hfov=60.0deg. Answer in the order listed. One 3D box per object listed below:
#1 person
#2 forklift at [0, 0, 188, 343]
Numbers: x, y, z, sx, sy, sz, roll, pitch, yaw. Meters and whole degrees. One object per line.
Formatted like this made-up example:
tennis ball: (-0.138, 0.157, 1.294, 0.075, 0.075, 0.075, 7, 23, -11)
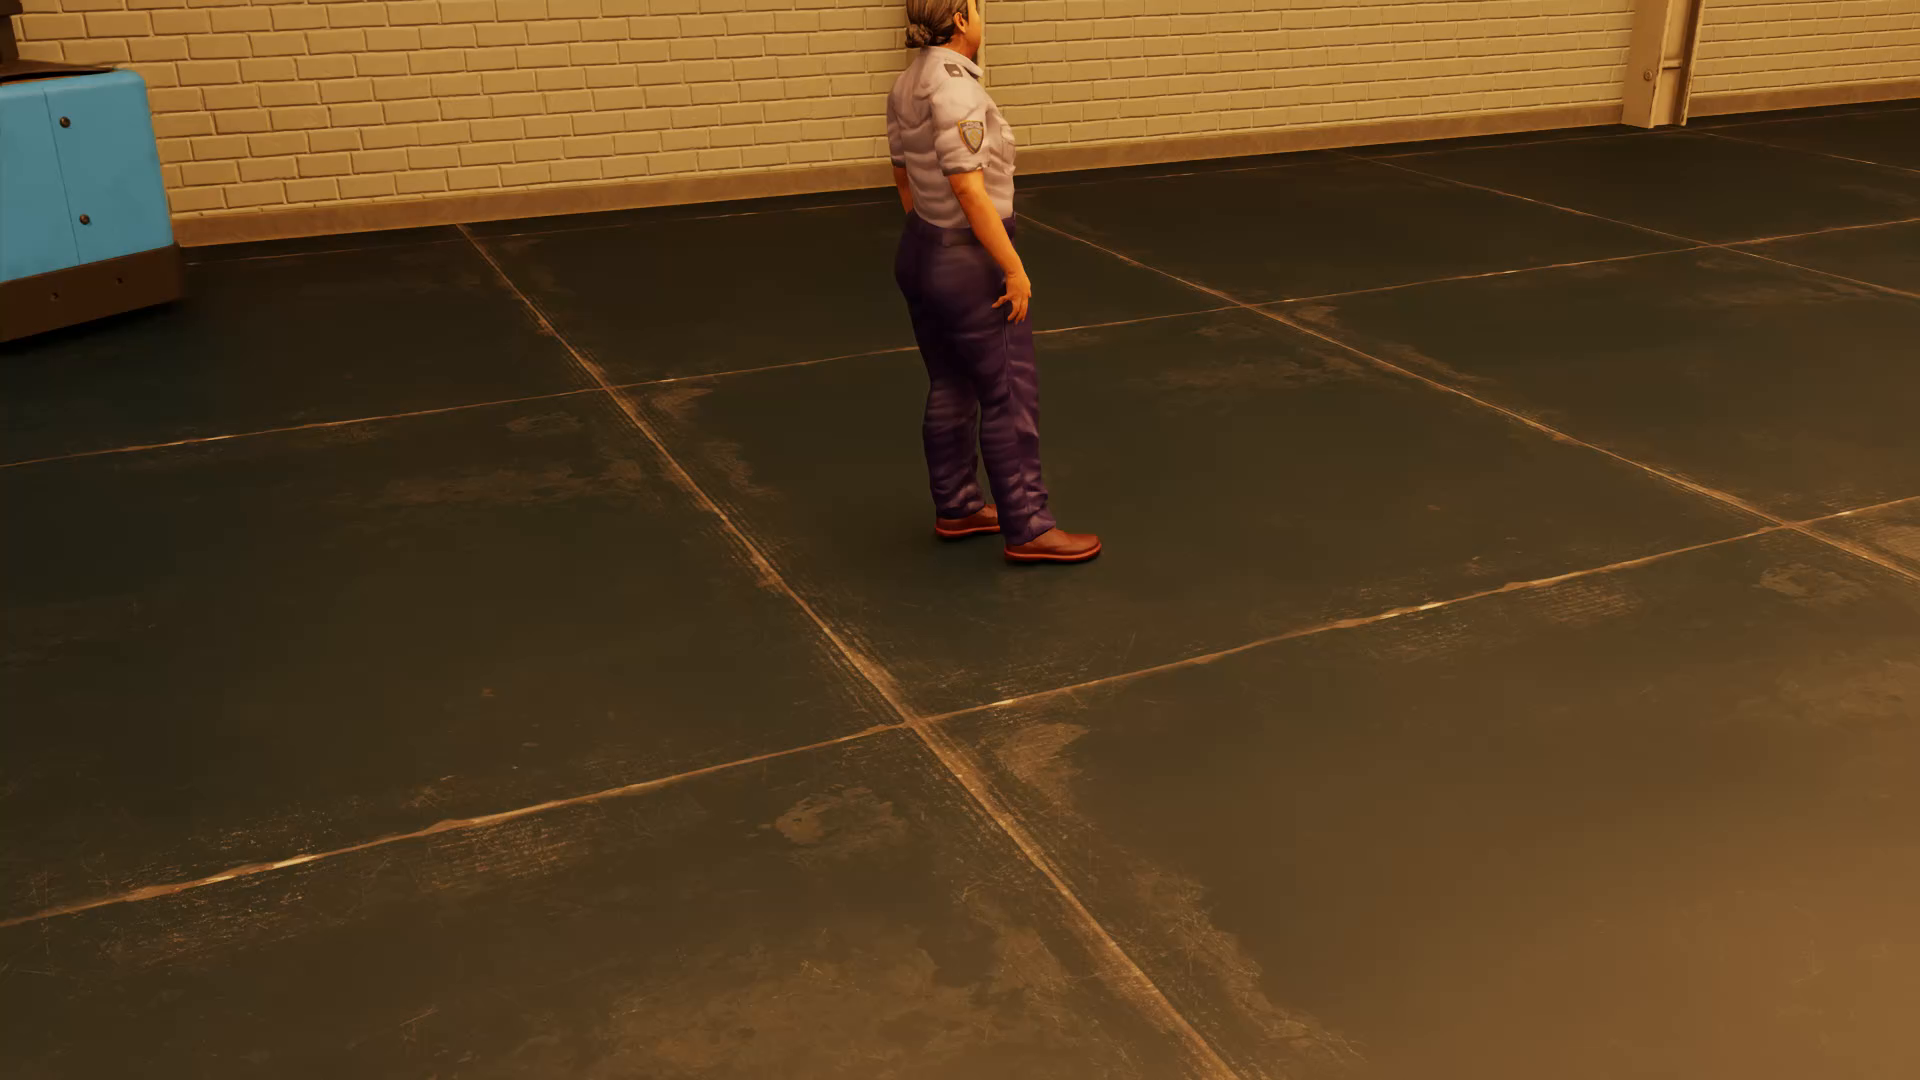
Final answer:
person: (0.092, -0.774, 4.804, 0.502, 1.651, 0.598, -10, 25, -23)
forklift: (-5.072, -2.530, 7.375, 3.031, 2.935, 1.130, 12, 26, 27)
